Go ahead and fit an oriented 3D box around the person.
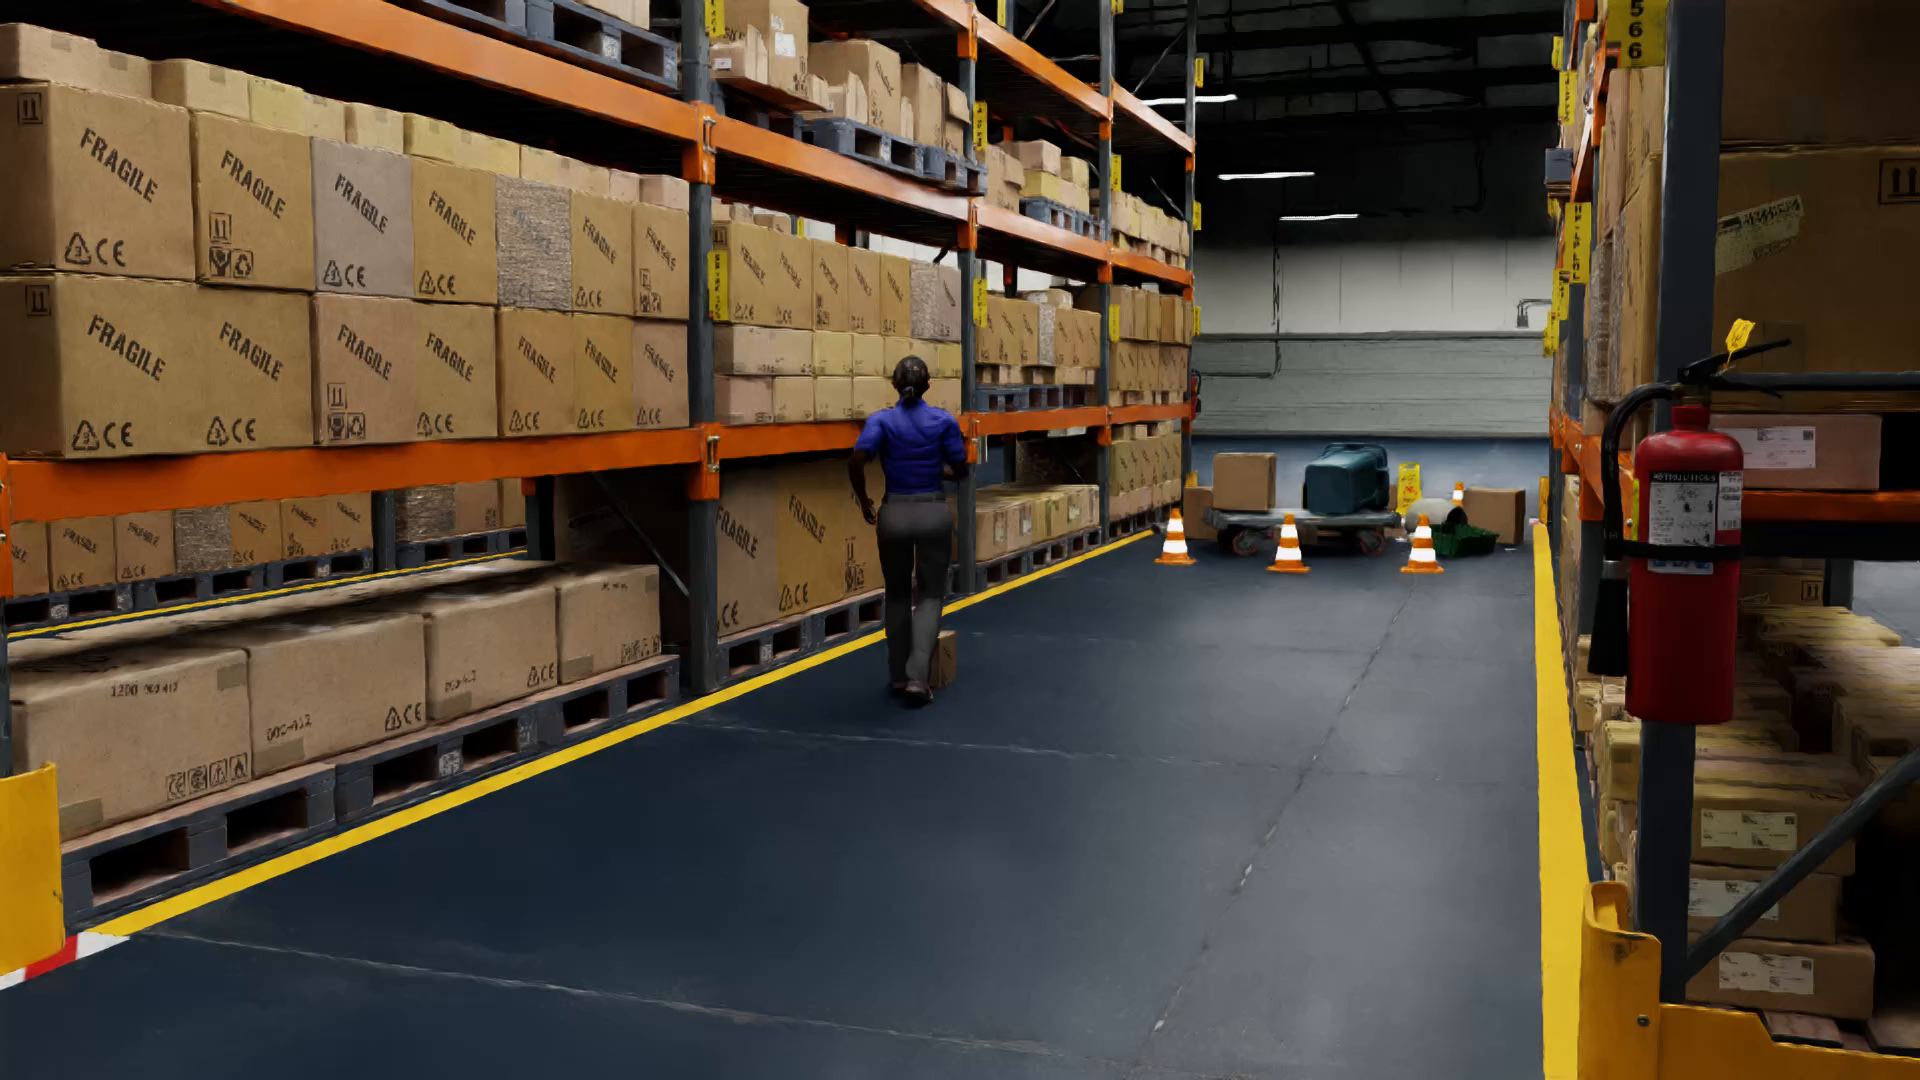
[{"bbox_3d":[-0.208,-0.041,7.984,0.516,1.680,0.675,1,5,6],"label":"person"}]
